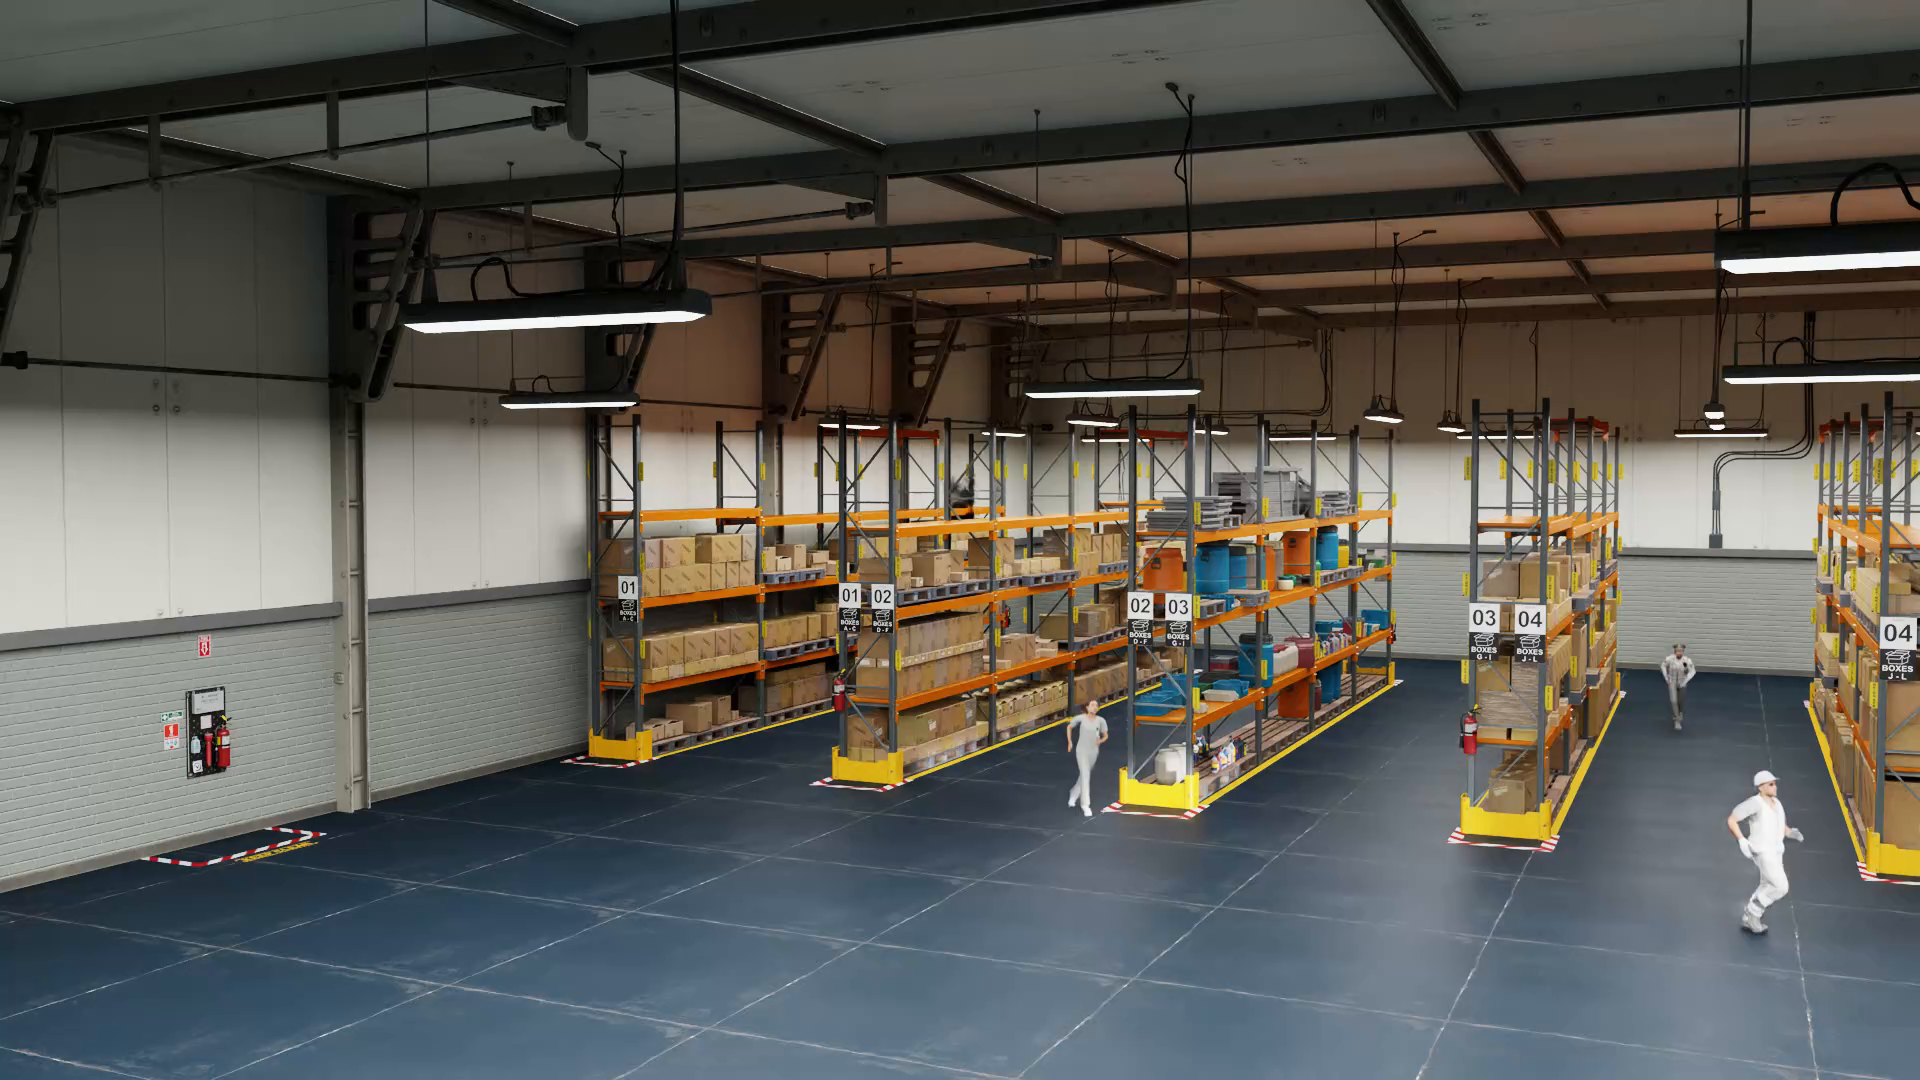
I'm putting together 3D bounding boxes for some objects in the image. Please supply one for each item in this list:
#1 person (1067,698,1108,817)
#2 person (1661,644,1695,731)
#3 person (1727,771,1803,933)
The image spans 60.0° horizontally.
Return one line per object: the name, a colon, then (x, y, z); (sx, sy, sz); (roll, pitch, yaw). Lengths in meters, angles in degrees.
person: (1.902, 3.153, 24.442); (0.582, 1.662, 0.895); (-1, 2, -15)
person: (14.046, 2.838, 32.596); (0.578, 1.665, 0.949); (1, 3, 26)
person: (8.711, 3.364, 17.885); (0.658, 1.740, 0.650); (-2, 3, -33)
